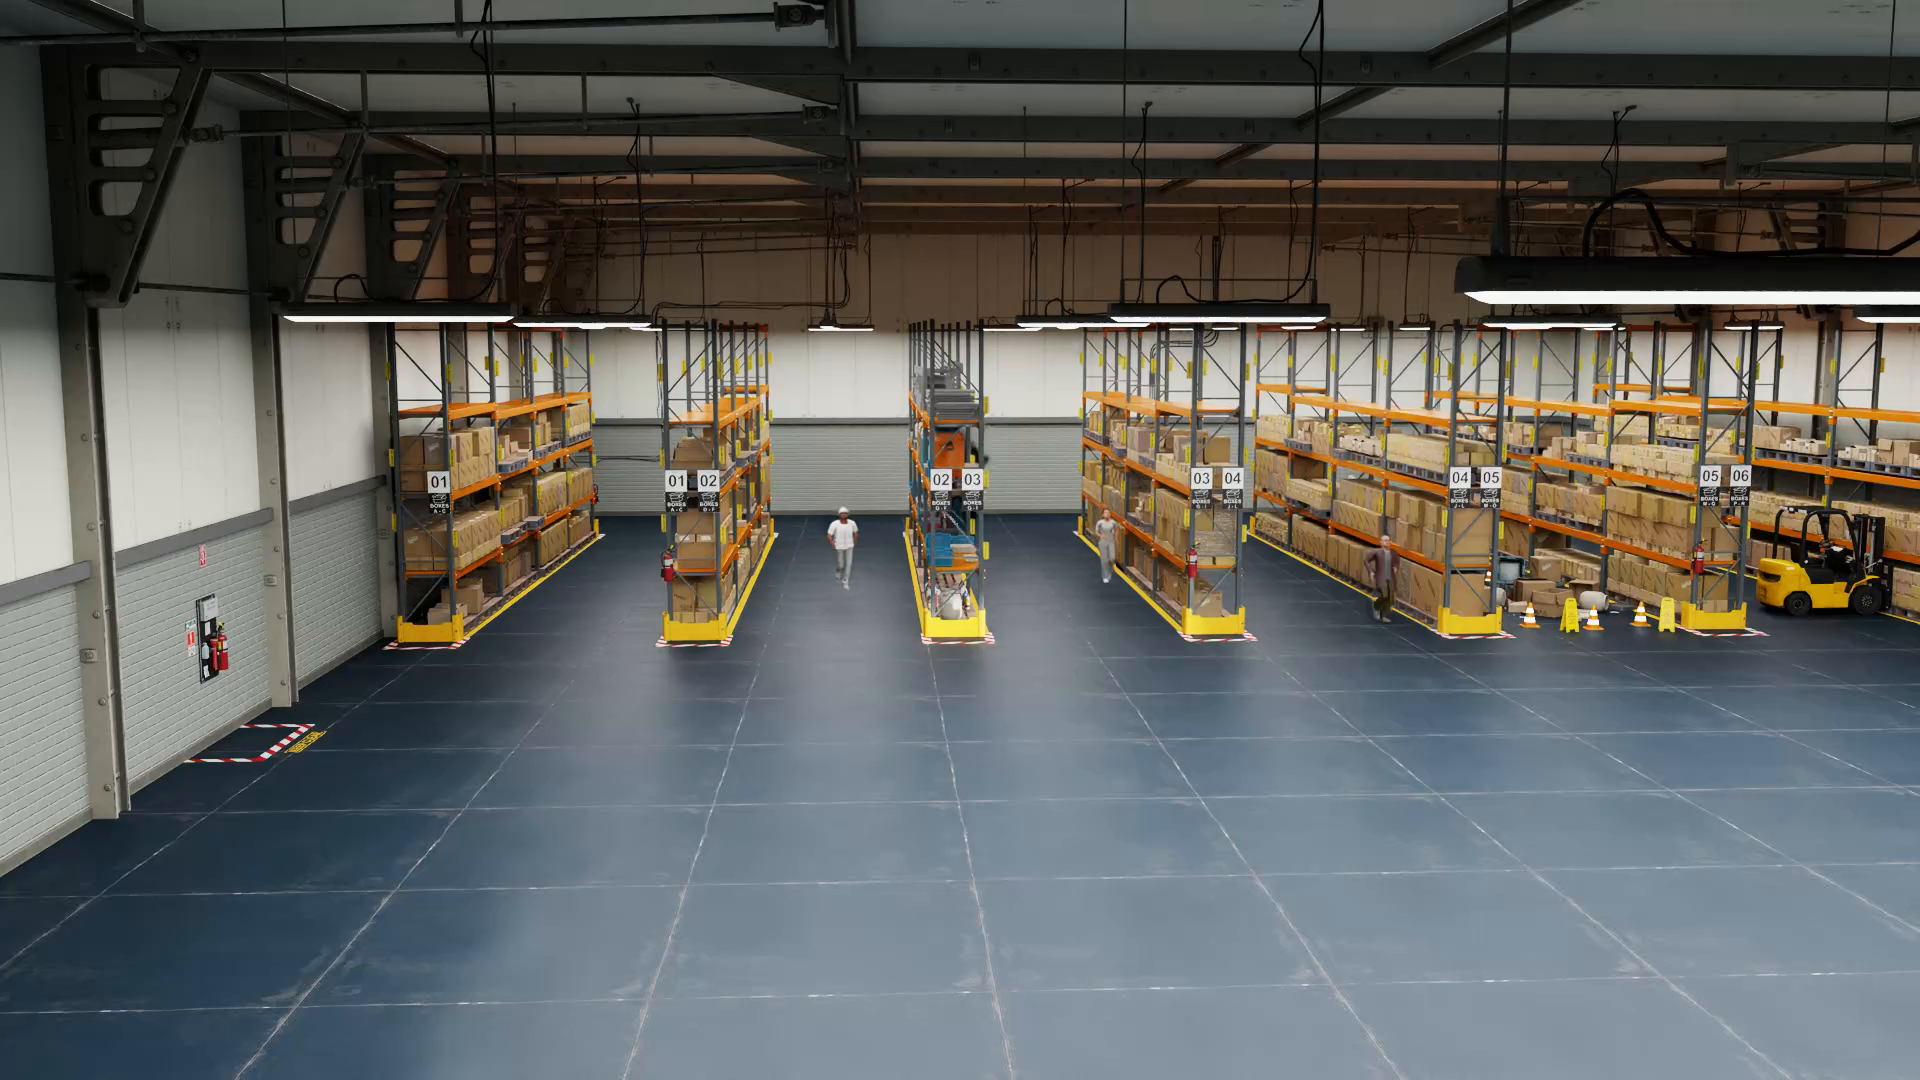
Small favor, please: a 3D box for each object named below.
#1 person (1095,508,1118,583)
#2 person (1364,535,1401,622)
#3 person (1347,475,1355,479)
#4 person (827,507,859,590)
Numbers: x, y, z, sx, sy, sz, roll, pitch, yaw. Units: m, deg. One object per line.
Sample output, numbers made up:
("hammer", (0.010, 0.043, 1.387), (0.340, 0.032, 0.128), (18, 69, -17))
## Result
("person", (3.238, 0.122, 36.443), (0.550, 1.657, 0.571), (-1, 7, -5))
("person", (8.458, 0.780, 33.054), (0.694, 1.729, 0.611), (-1, 7, -11))
("person", (10.963, -0.905, 46.688), (0.650, 1.841, 0.968), (-1, 7, -11))
("person", (-2.493, 0.165, 35.732), (0.699, 1.750, 0.758), (-2, 7, -16))
